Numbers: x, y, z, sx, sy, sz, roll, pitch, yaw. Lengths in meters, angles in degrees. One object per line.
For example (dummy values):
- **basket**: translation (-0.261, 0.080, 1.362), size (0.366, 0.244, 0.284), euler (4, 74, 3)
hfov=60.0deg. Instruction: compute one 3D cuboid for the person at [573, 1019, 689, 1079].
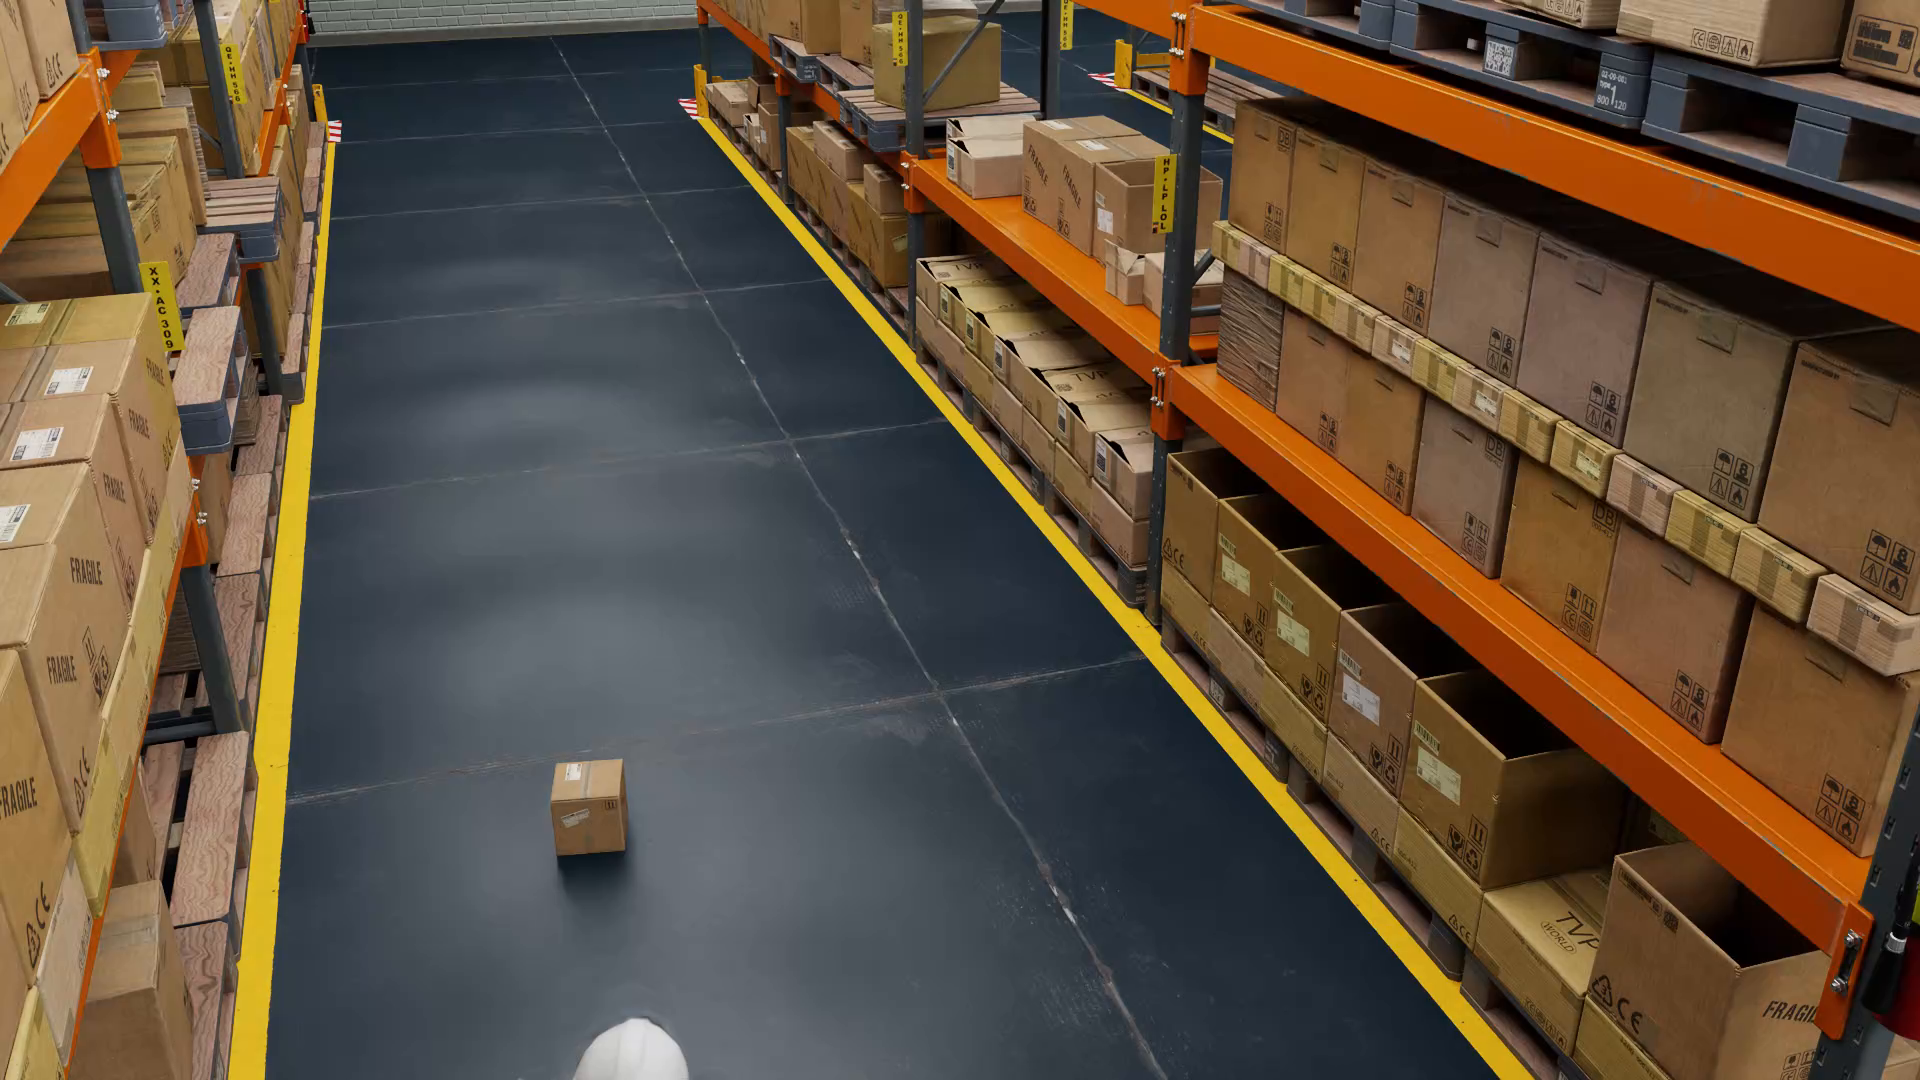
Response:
- **person**: translation (-0.613, 1.670, 3.195), size (0.573, 1.747, 1.043), euler (-3, 26, -5)
